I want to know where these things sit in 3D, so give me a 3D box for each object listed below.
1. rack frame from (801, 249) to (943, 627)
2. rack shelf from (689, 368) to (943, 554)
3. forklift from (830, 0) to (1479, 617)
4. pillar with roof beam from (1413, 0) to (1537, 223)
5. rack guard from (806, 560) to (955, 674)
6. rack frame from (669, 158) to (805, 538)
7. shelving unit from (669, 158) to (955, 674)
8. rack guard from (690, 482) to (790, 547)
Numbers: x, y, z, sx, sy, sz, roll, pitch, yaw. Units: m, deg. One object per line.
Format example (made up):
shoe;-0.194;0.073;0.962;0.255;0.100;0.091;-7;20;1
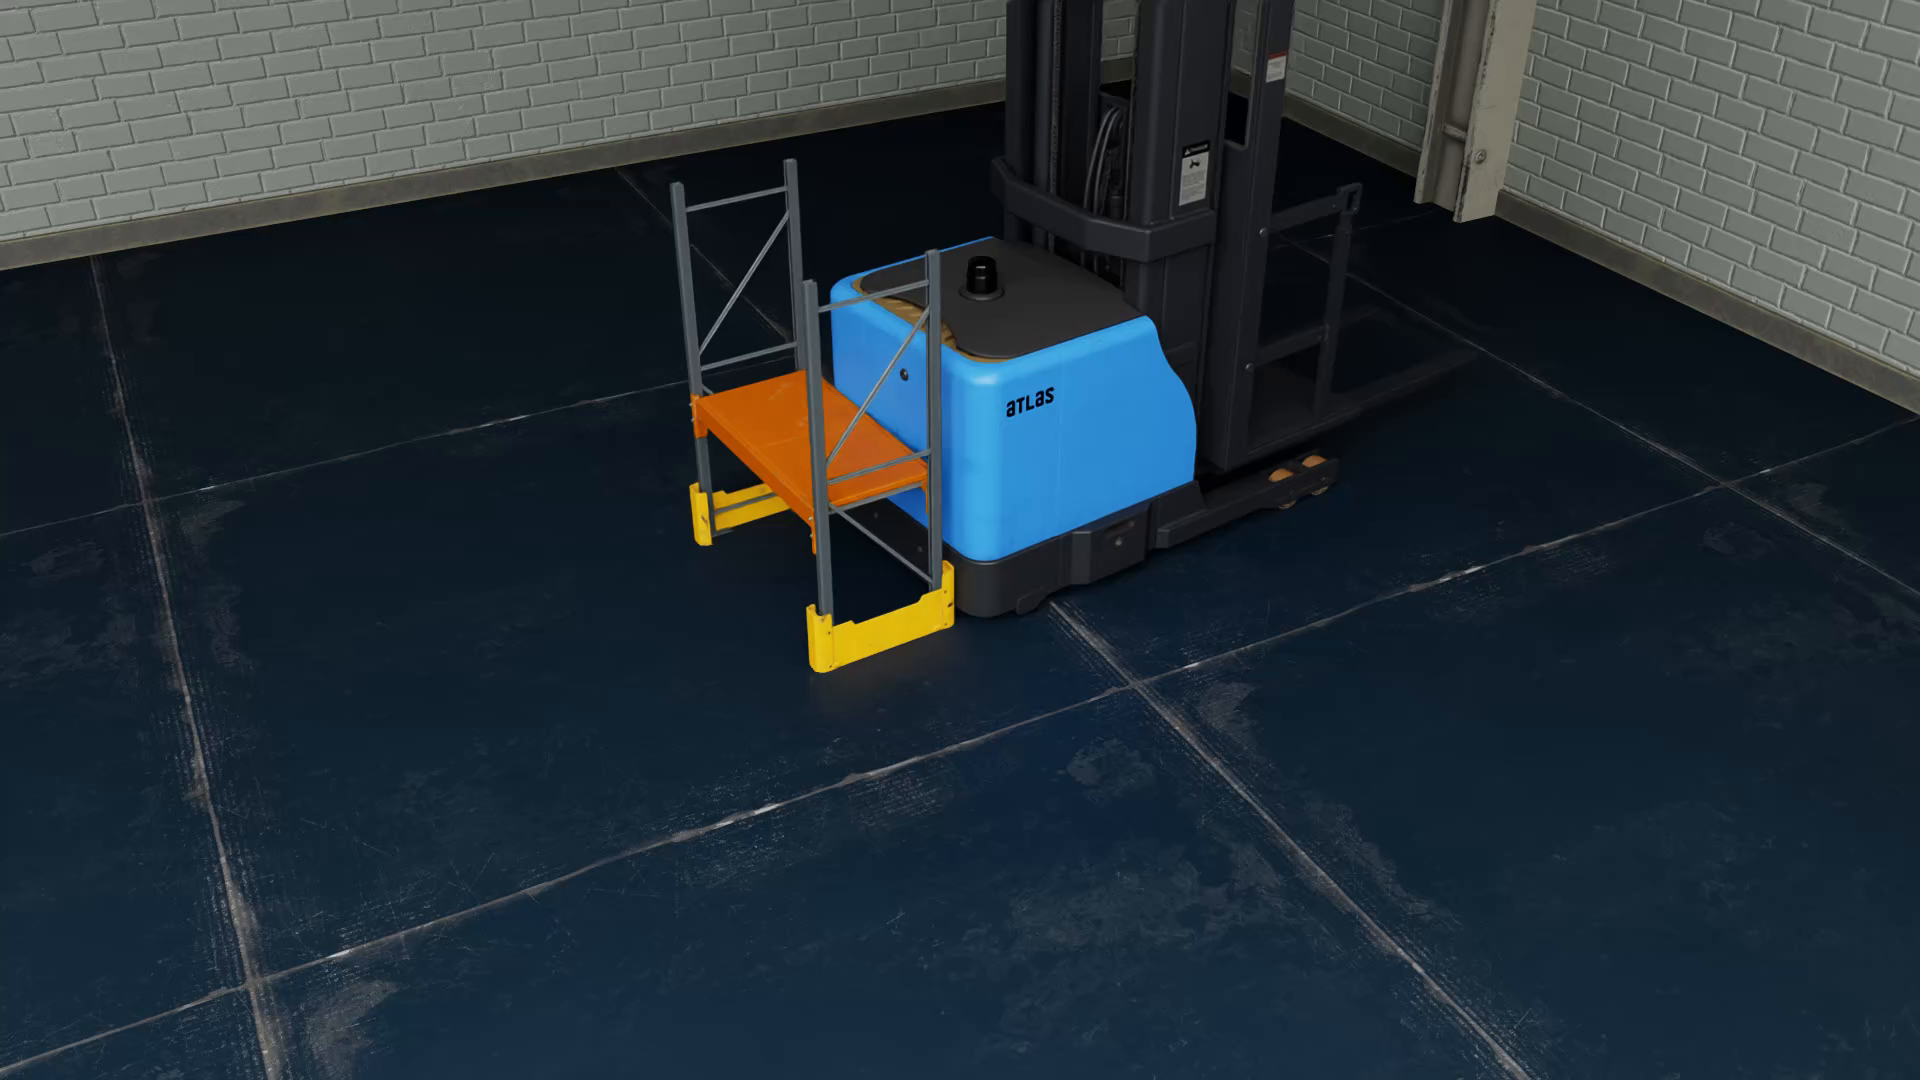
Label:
rack frame;-0.283;-0.248;5.746;0.500;1.500;0.032;-19;37;-27
rack shelf;-0.553;-0.328;6.206;0.538;0.185;1.000;-19;37;-27
forklift;0.982;-1.573;6.488;3.031;2.935;1.130;-22;38;-30
pillar with roof beam;-0.884;-4.672;5.700;9.100;9.000;0.400;-16;36;-23
rack guard;-0.283;0.278;6.084;0.587;0.250;0.087;-19;37;-27
rack frame;-0.824;-0.712;6.471;0.500;1.500;0.032;-19;37;-27
shelving unit;-0.548;-0.476;6.102;0.587;1.500;1.083;-19;37;-27
rack guard;-0.814;-0.177;6.794;0.587;0.250;0.087;-19;37;-27
